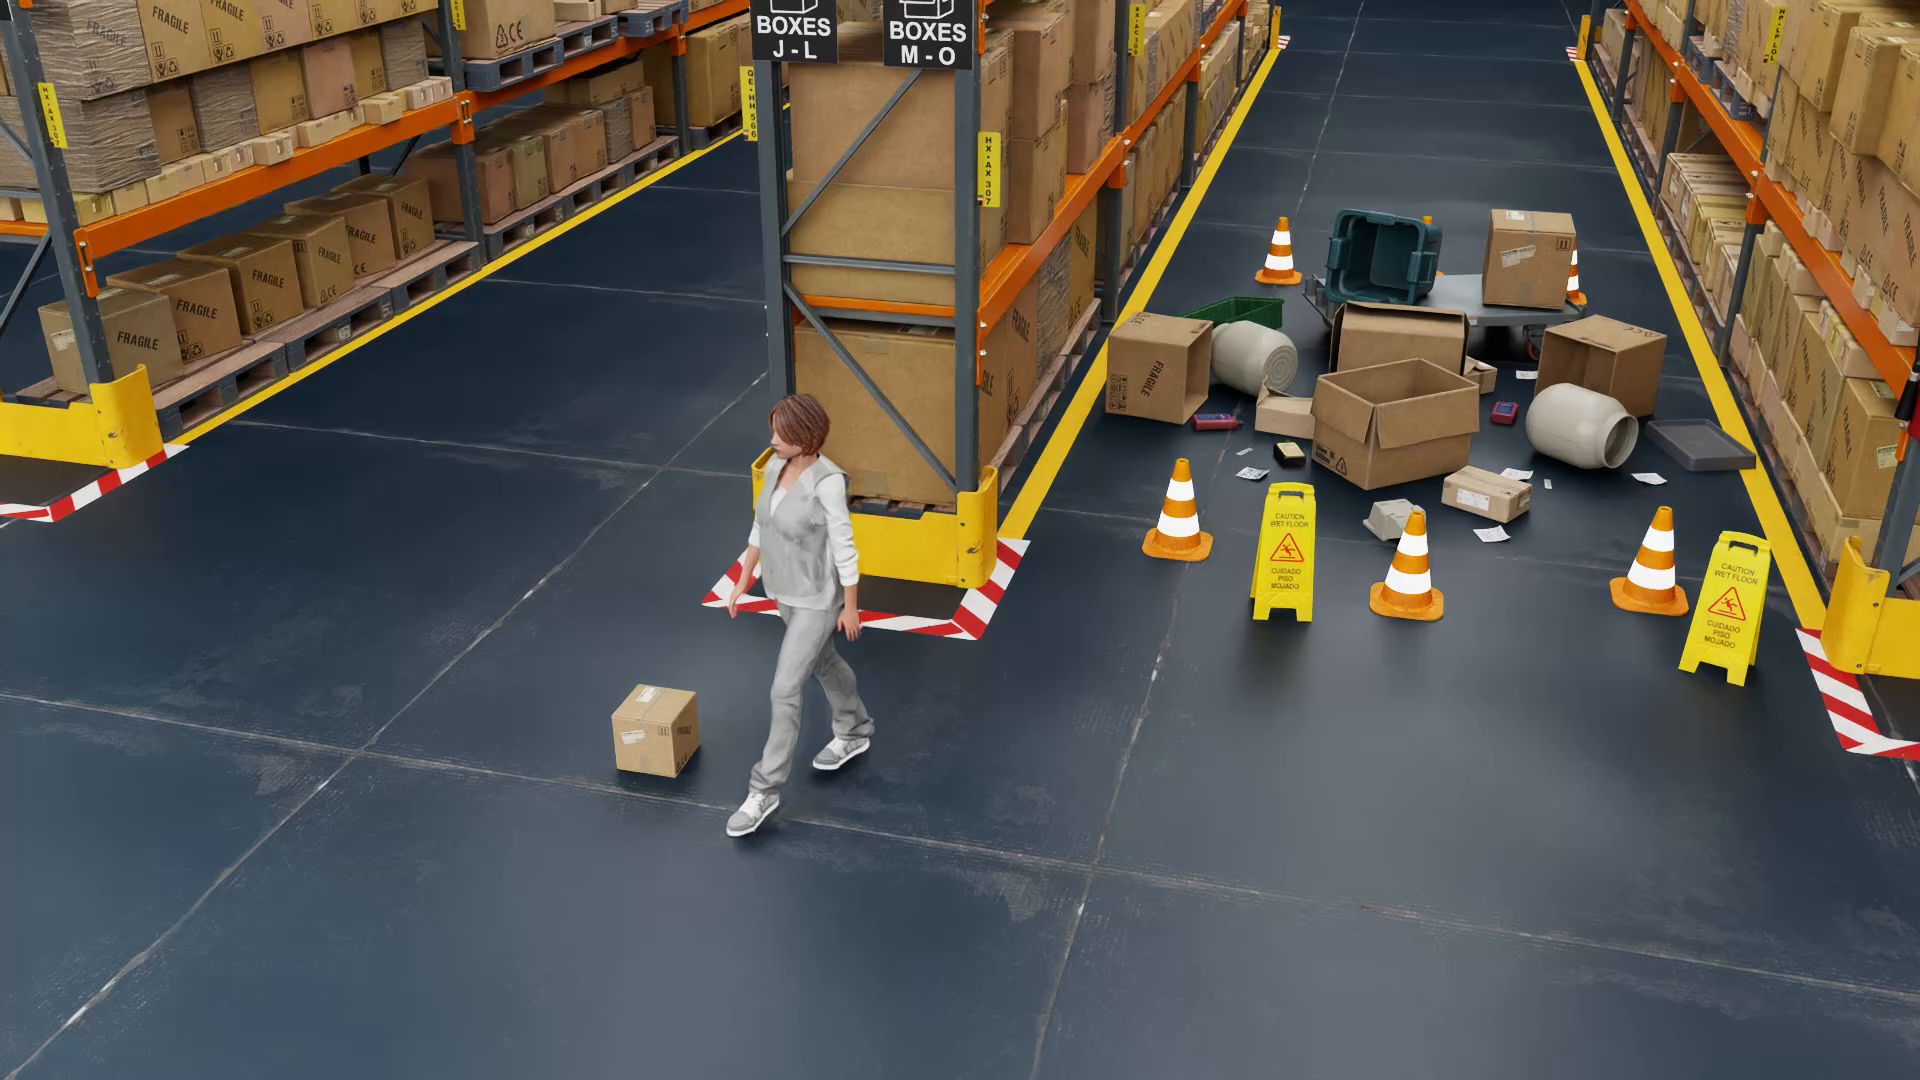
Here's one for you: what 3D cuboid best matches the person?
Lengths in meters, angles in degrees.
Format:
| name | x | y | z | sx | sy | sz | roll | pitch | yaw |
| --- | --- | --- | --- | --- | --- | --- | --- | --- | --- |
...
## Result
| name | x | y | z | sx | sy | sz | roll | pitch | yaw |
| --- | --- | --- | --- | --- | --- | --- | --- | --- | --- |
| person | -0.669 | 0.235 | 6.104 | 0.862 | 1.568 | 0.454 | -16 | 30 | -29 |
